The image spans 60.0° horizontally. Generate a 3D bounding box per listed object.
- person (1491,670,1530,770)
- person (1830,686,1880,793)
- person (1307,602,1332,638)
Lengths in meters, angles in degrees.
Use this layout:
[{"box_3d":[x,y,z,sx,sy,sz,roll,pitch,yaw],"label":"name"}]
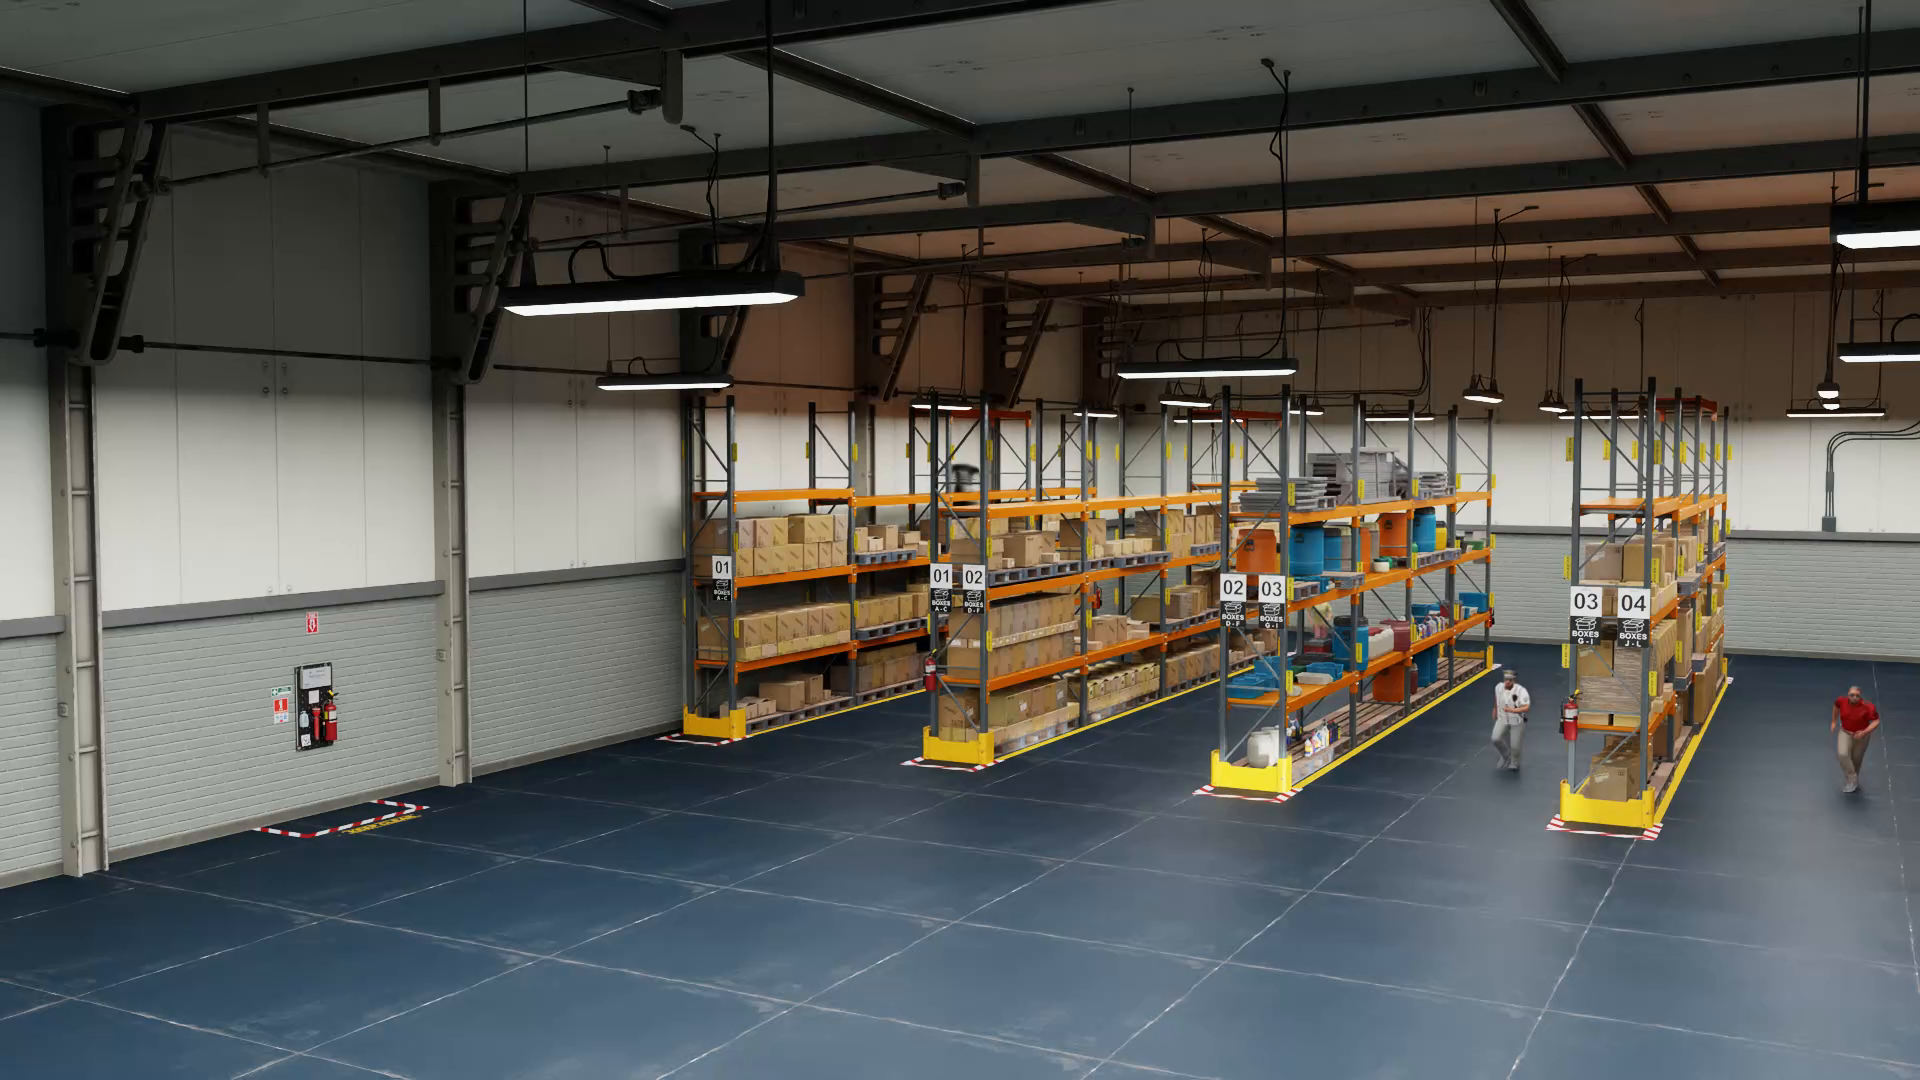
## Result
[{"box_3d":[8.584,2.805,25.953,0.667,1.627,0.976,2,4,32],"label":"person"},{"box_3d":[13.313,2.947,24.719,0.673,1.496,1.038,2,4,34],"label":"person"},{"box_3d":[8.734,2.065,40.411,0.600,1.633,0.627,1,3,10],"label":"person"}]
